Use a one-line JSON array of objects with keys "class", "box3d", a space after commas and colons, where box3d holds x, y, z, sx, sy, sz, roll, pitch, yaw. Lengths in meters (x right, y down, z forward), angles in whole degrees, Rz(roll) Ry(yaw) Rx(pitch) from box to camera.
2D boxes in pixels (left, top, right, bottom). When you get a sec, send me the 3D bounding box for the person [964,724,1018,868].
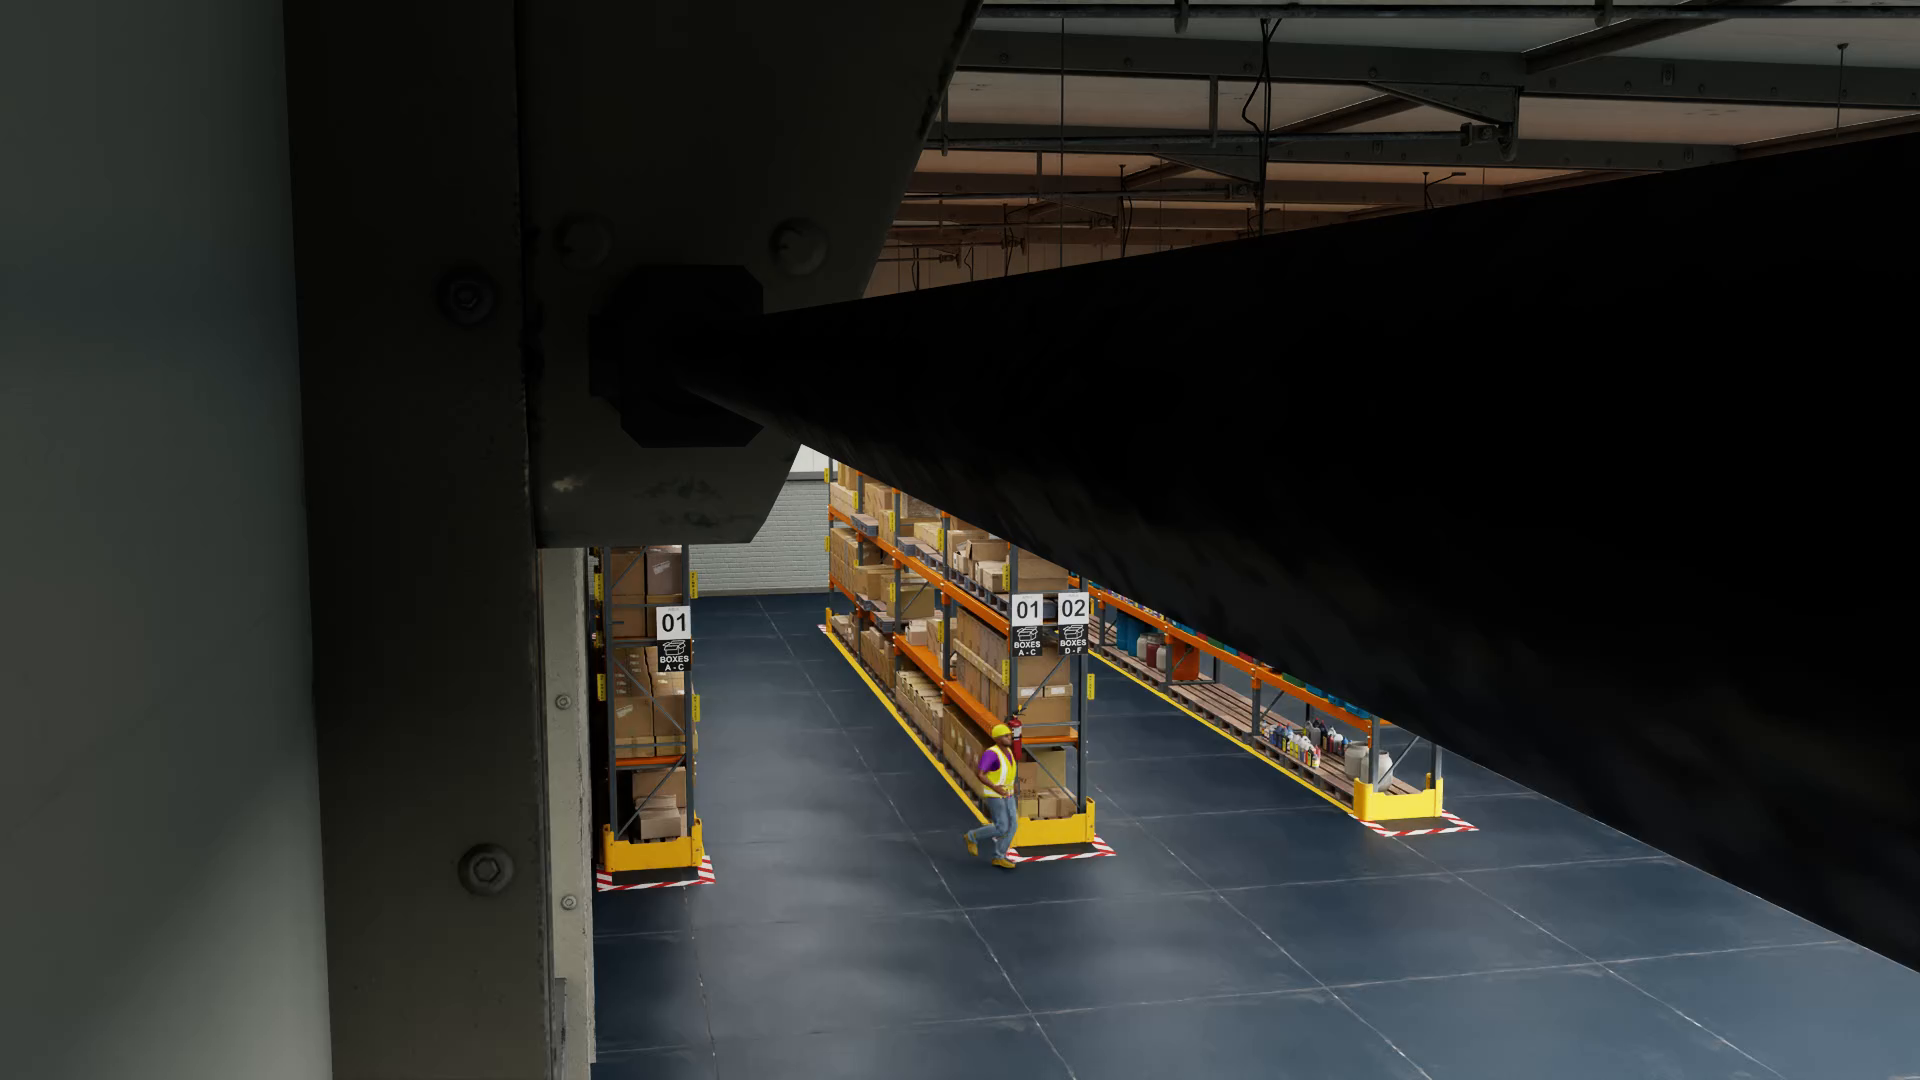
[{"class": "person", "box3d": [0.433, 3.090, 20.234, 0.651, 1.727, 0.721, 4, 8, 31]}]
